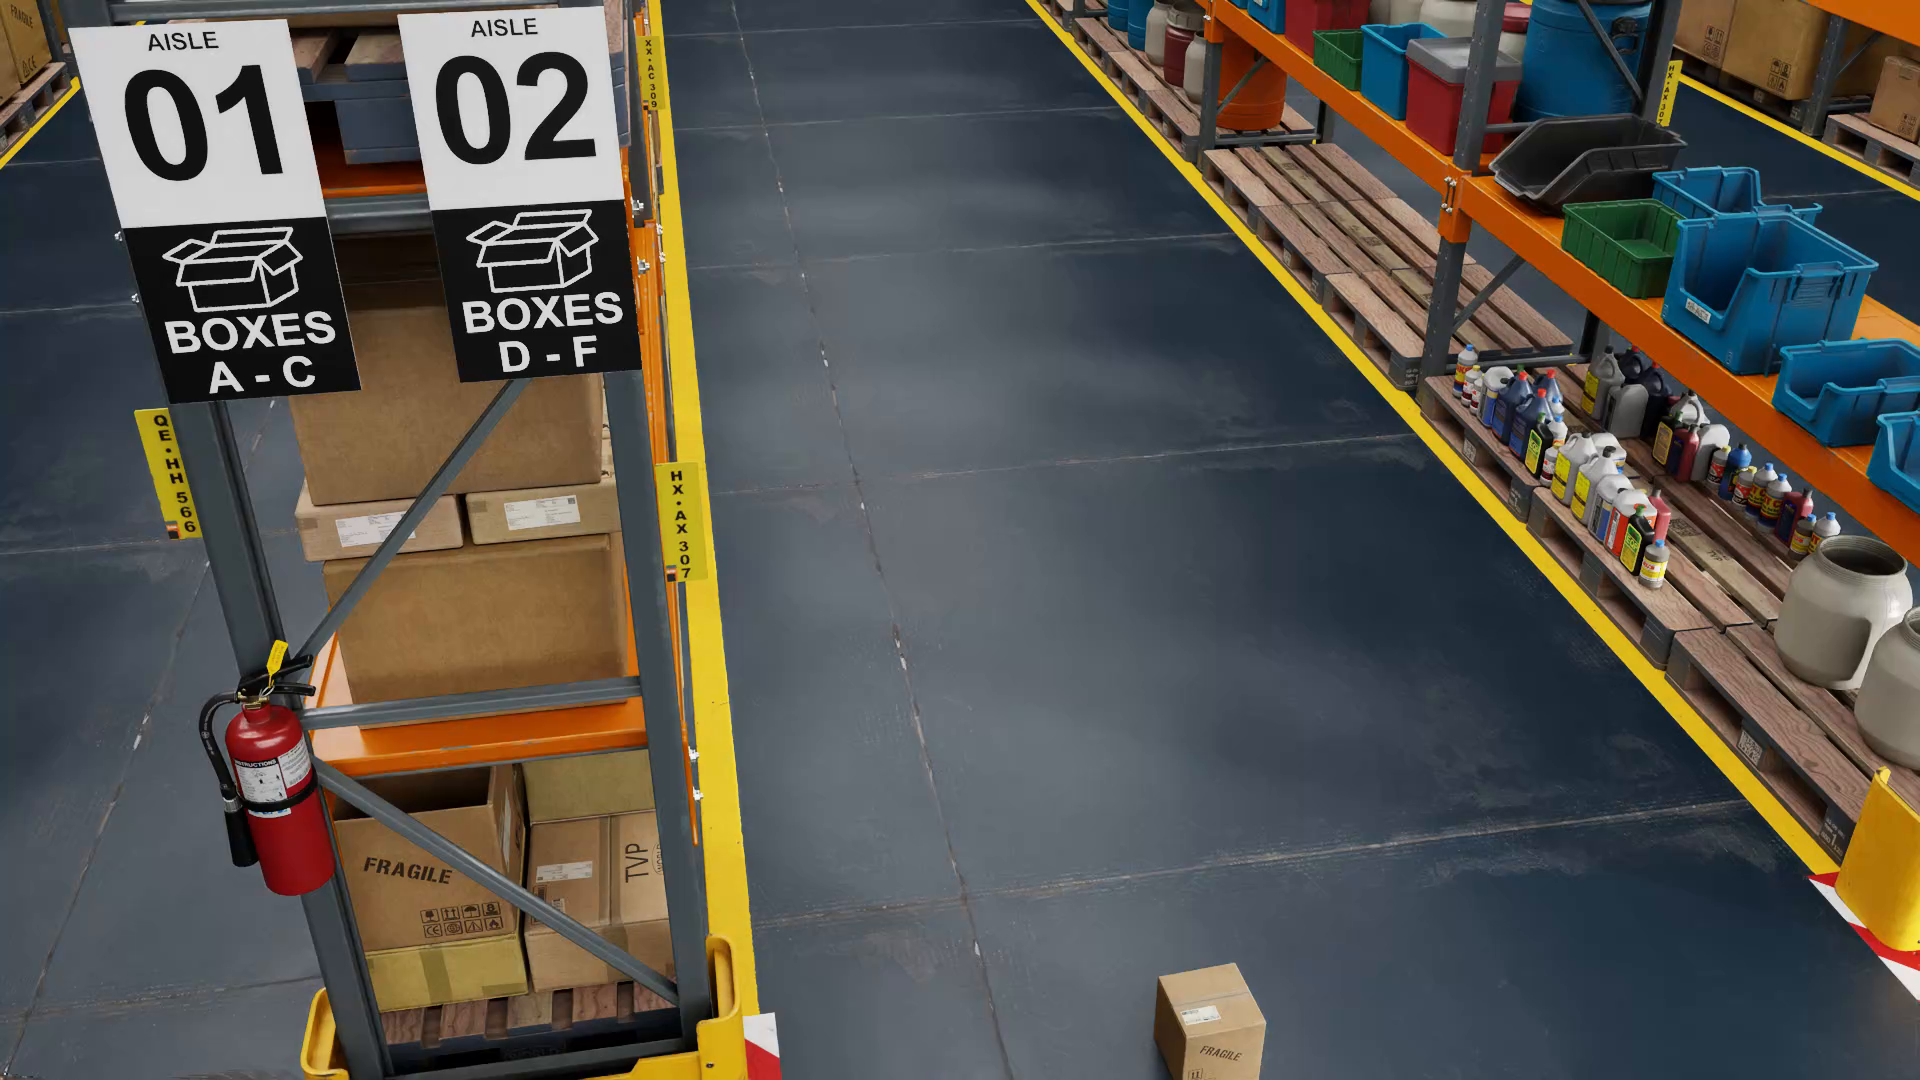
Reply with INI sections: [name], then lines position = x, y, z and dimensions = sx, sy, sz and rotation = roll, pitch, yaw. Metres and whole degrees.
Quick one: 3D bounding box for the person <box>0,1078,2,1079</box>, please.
[person]
position = -1.668, 1.665, 3.317
dimensions = 0.590, 1.633, 0.531
rotation = 0, 31, 1
